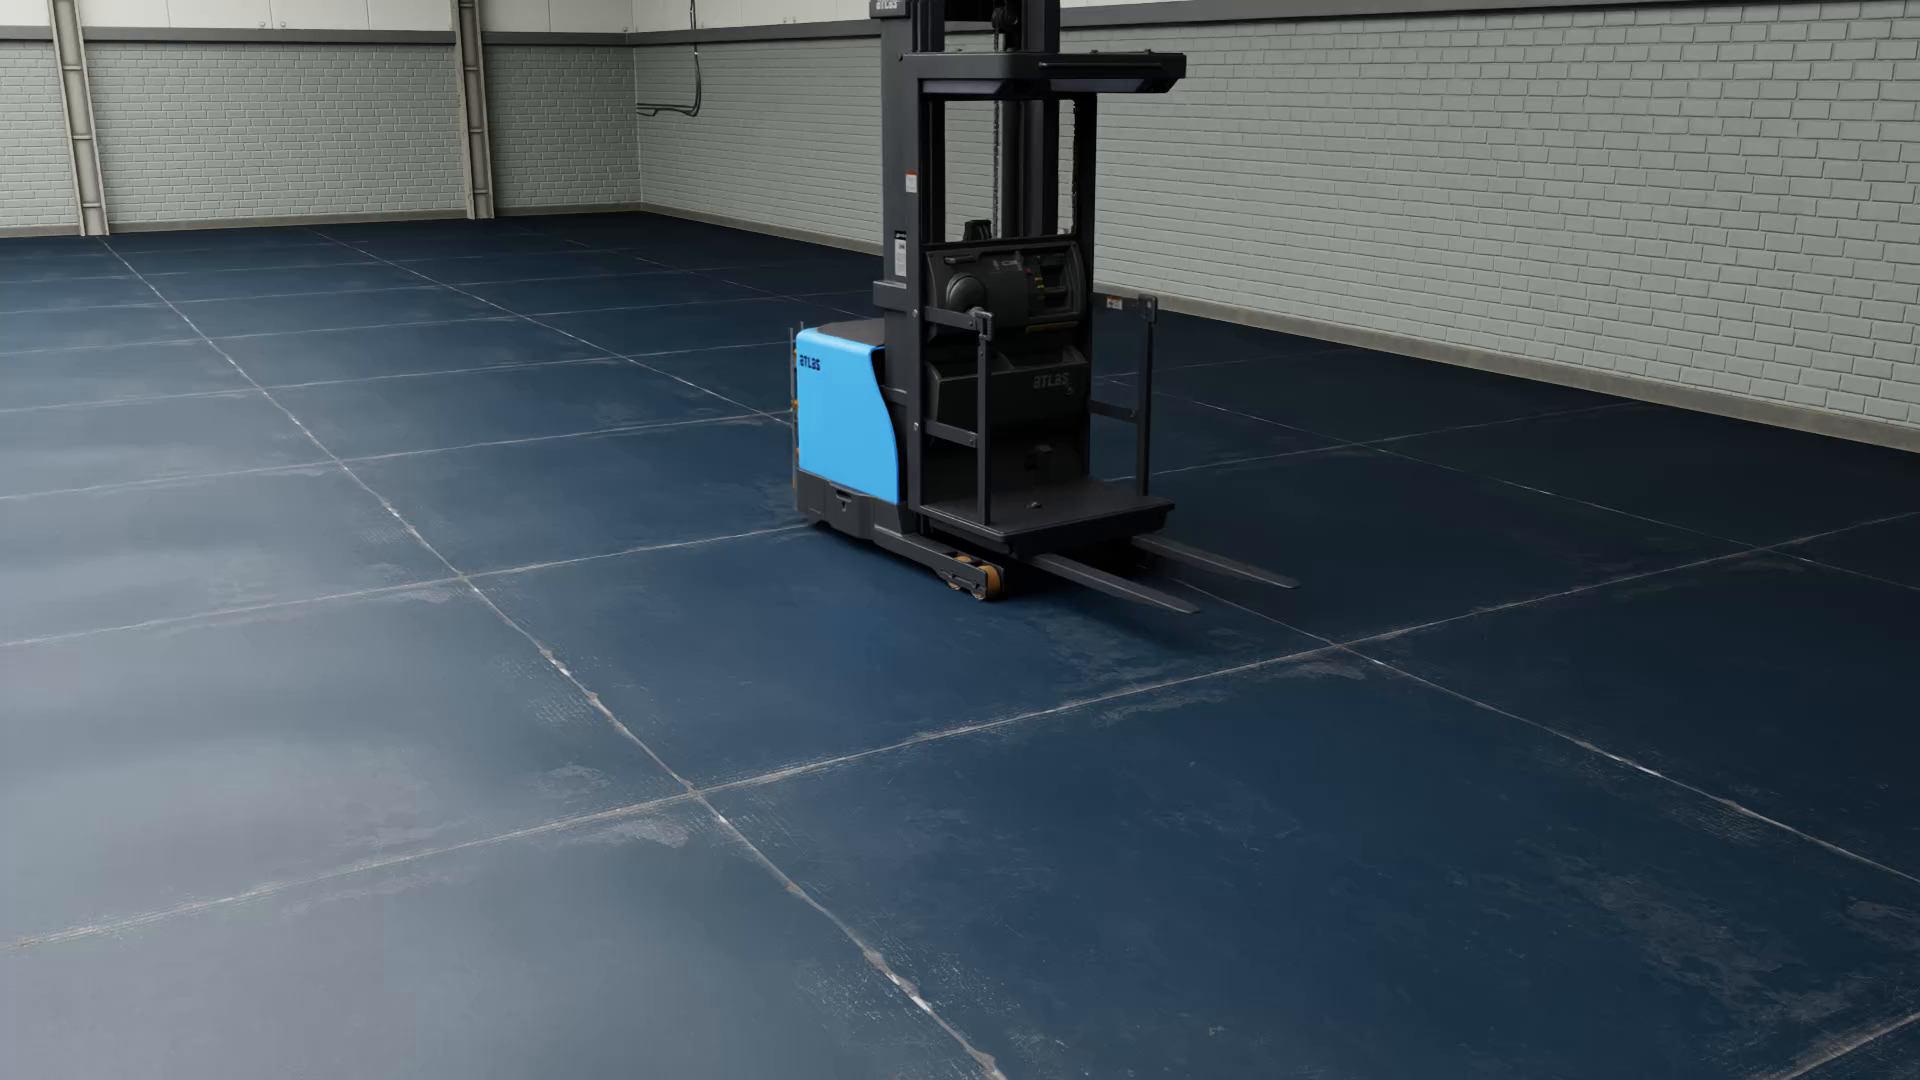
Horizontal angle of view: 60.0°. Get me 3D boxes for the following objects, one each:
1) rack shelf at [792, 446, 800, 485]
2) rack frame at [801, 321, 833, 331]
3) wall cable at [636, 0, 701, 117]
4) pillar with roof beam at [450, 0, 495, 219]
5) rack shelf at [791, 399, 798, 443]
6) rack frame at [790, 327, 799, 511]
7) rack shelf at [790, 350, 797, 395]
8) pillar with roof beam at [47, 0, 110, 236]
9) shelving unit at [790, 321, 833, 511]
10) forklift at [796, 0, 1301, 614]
[{"bbox_3d":[-0.828,-0.423,9.539,0.215,0.259,0.240,3,16,8],"label":"rack shelf"},{"bbox_3d":[-0.809,-0.733,9.577,0.200,1.050,0.008,3,16,8],"label":"rack frame"},{"bbox_3d":[-5.099,-8.523,28.397,0.112,2.526,3.097,-9,18,-30],"label":"wall cable"},{"bbox_3d":[-6.088,-8.919,24.055,0.400,9.000,9.100,-9,18,-30],"label":"pillar with roof beam"},{"bbox_3d":[-0.827,-0.690,9.464,0.215,0.259,0.240,3,16,8],"label":"rack shelf"},{"bbox_3d":[-0.845,-0.668,9.345,0.200,1.050,0.008,3,16,8],"label":"rack frame"},{"bbox_3d":[-0.826,-0.963,9.387,0.215,0.259,0.240,3,16,8],"label":"rack shelf"},{"bbox_3d":[-11.231,-8.085,21.080,0.400,9.000,9.100,-9,18,-30],"label":"pillar with roof beam"},{"bbox_3d":[-0.827,-0.700,9.461,0.215,1.050,0.252,3,16,8],"label":"shelving unit"},{"bbox_3d":[0.361,-1.274,8.024,1.130,2.935,3.031,-11,19,-34],"label":"forklift"}]
